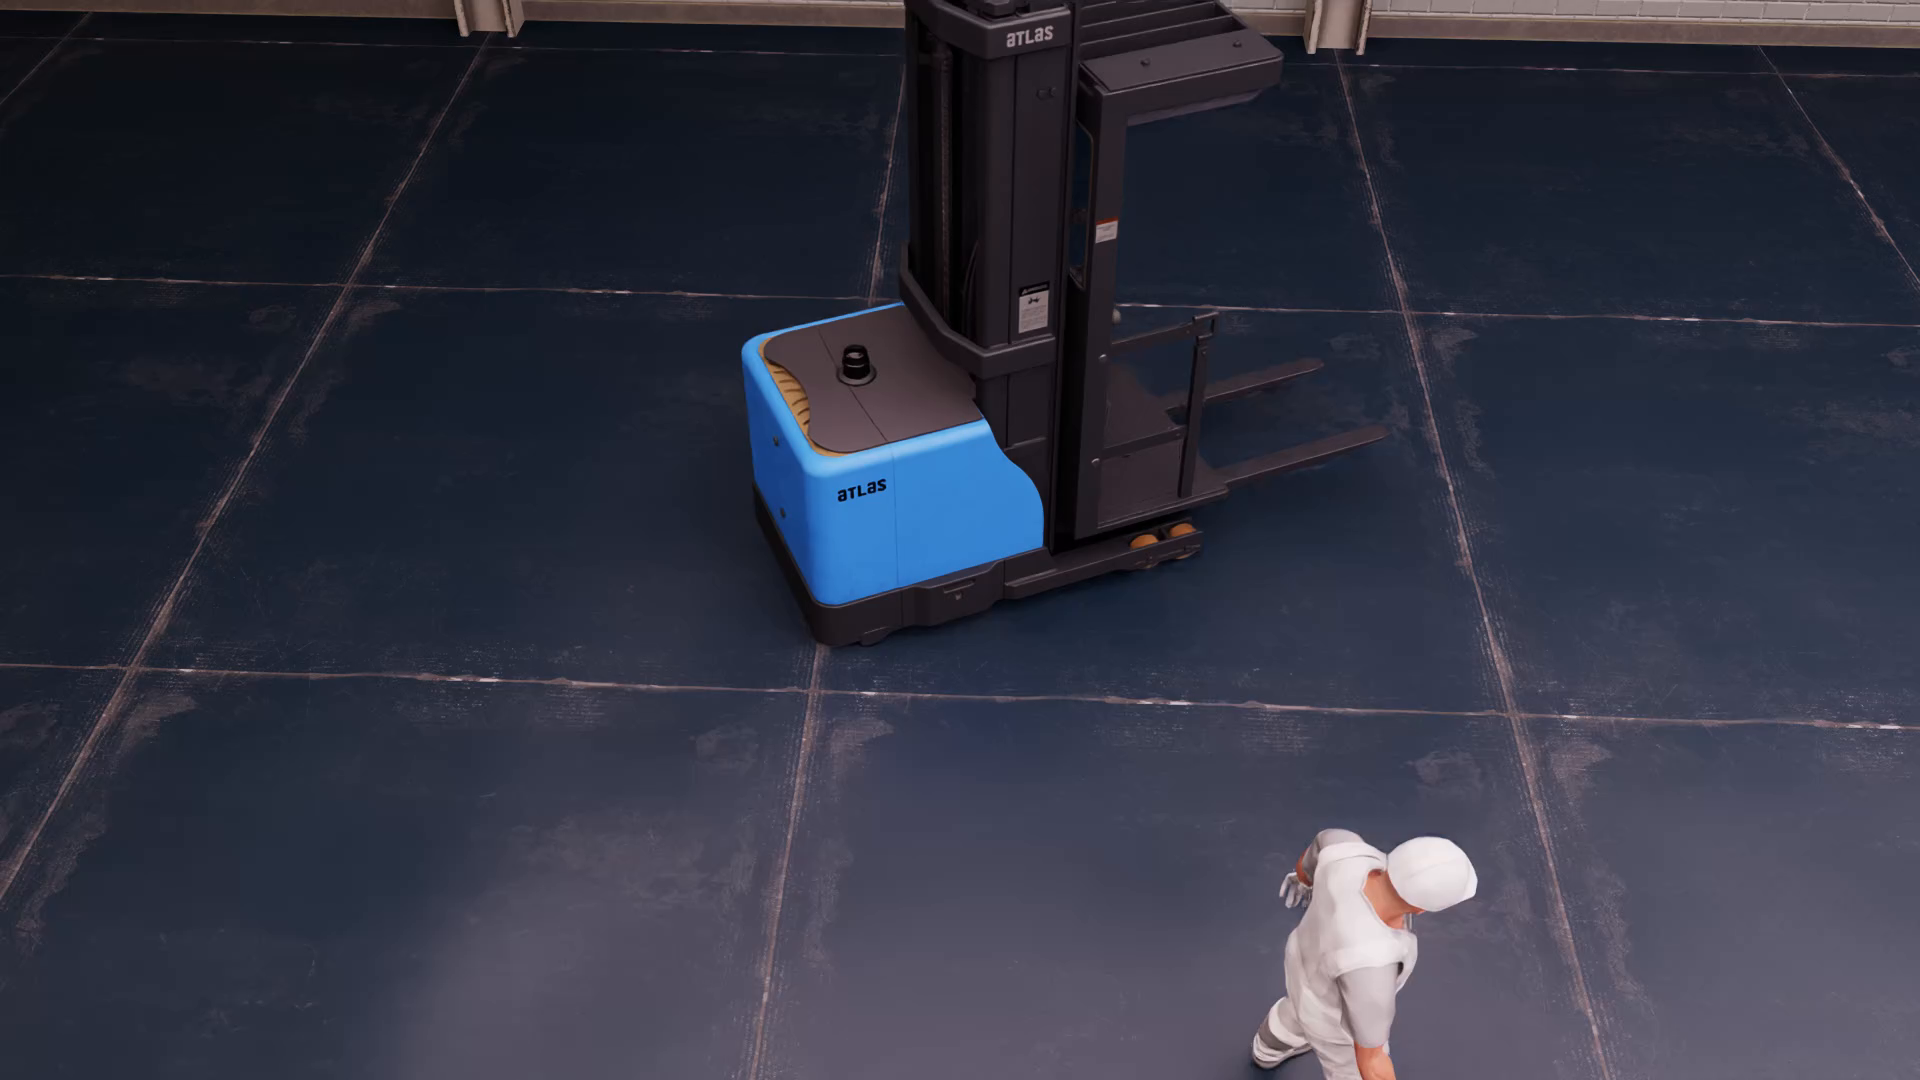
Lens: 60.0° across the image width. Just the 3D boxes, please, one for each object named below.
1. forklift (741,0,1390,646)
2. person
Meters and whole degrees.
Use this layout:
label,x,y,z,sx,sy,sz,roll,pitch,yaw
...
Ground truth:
label,x,y,z,sx,sy,sz,roll,pitch,yaw
forklift,0.591,-1.258,7.121,3.031,2.935,1.130,-16,45,-17
person,1.210,1.407,5.090,0.423,1.734,0.916,-1,42,-1
